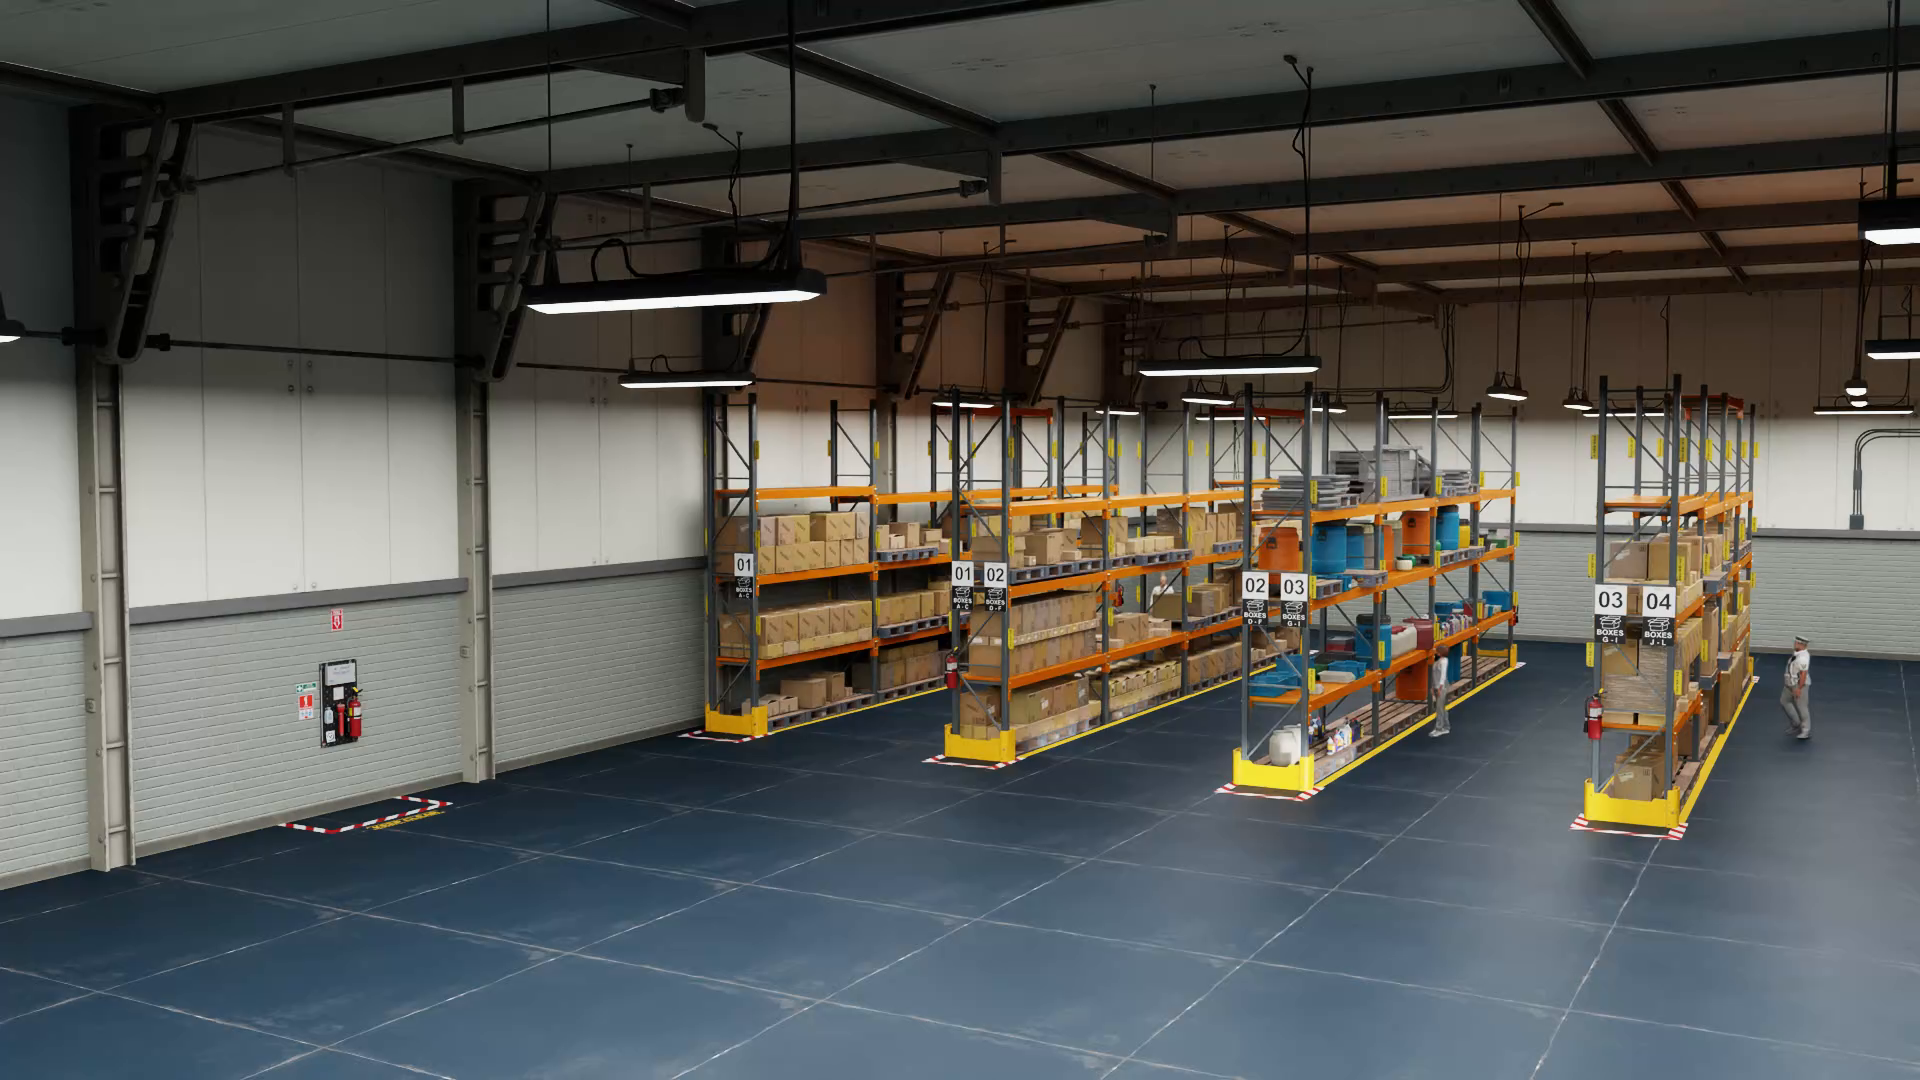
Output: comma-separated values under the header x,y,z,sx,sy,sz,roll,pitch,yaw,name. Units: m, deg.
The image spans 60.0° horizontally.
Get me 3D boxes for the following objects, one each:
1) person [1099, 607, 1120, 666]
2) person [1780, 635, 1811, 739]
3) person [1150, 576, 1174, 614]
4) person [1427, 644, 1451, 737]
x,y,z,sx,sy,sz,roll,pitch,yaw,name
3.163,2.254,35.435,0.582,1.680,0.613,2,4,37,person
14.621,2.557,29.042,0.424,1.798,0.680,0,3,3,person
5.244,1.833,43.032,0.663,1.692,1.083,0,3,9,person
8.404,2.633,29.187,0.499,1.615,0.424,0,3,-5,person
